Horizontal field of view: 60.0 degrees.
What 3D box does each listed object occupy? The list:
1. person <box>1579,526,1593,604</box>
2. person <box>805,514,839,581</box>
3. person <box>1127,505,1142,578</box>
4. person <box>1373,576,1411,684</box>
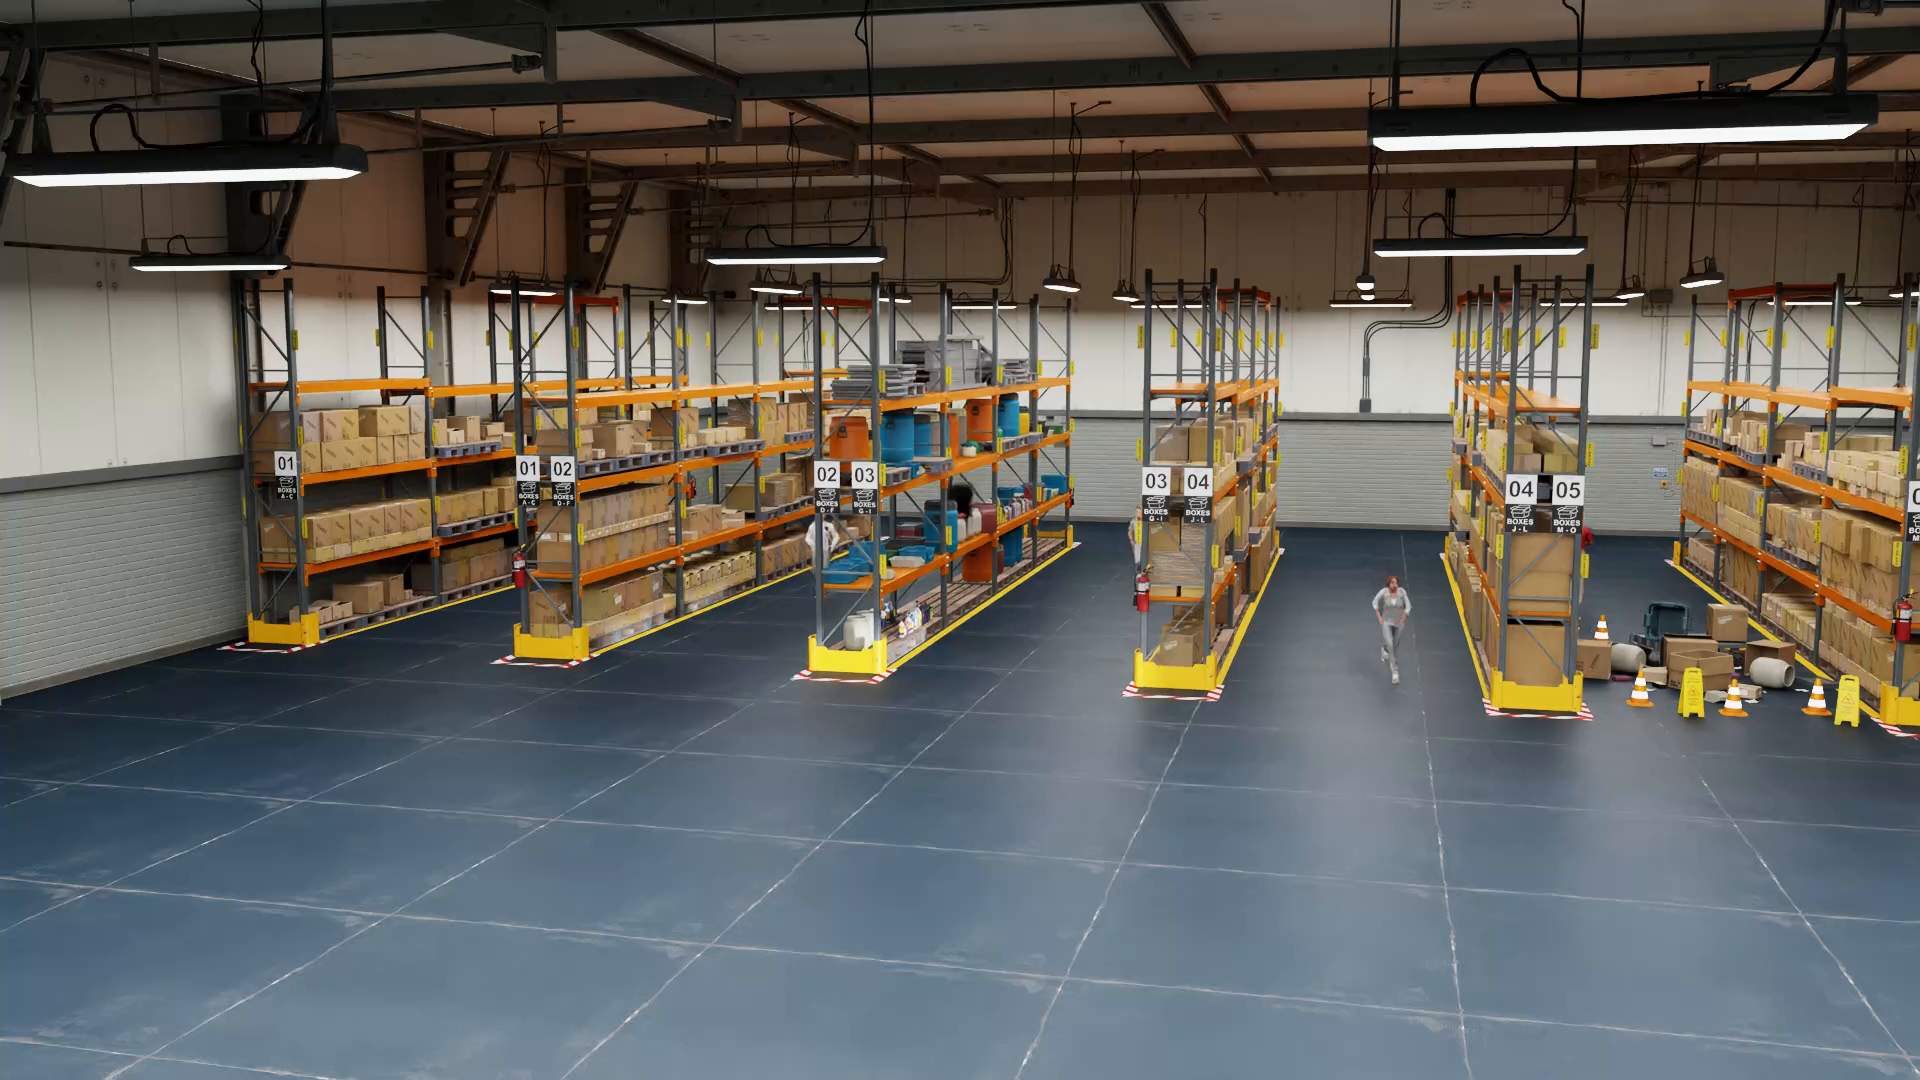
[{"bbox_3d":[11.637,0.369,31.467,0.649,1.771,0.893,1,7,10],"label":"person"},{"bbox_3d":[-2.545,0.224,30.572,0.621,1.660,0.576,1,7,6],"label":"person"},{"bbox_3d":[3.611,0.041,33.067,0.582,1.482,0.622,3,7,20],"label":"person"},{"bbox_3d":[6.405,1.290,24.707,0.538,1.585,0.894,0,7,1],"label":"person"}]
